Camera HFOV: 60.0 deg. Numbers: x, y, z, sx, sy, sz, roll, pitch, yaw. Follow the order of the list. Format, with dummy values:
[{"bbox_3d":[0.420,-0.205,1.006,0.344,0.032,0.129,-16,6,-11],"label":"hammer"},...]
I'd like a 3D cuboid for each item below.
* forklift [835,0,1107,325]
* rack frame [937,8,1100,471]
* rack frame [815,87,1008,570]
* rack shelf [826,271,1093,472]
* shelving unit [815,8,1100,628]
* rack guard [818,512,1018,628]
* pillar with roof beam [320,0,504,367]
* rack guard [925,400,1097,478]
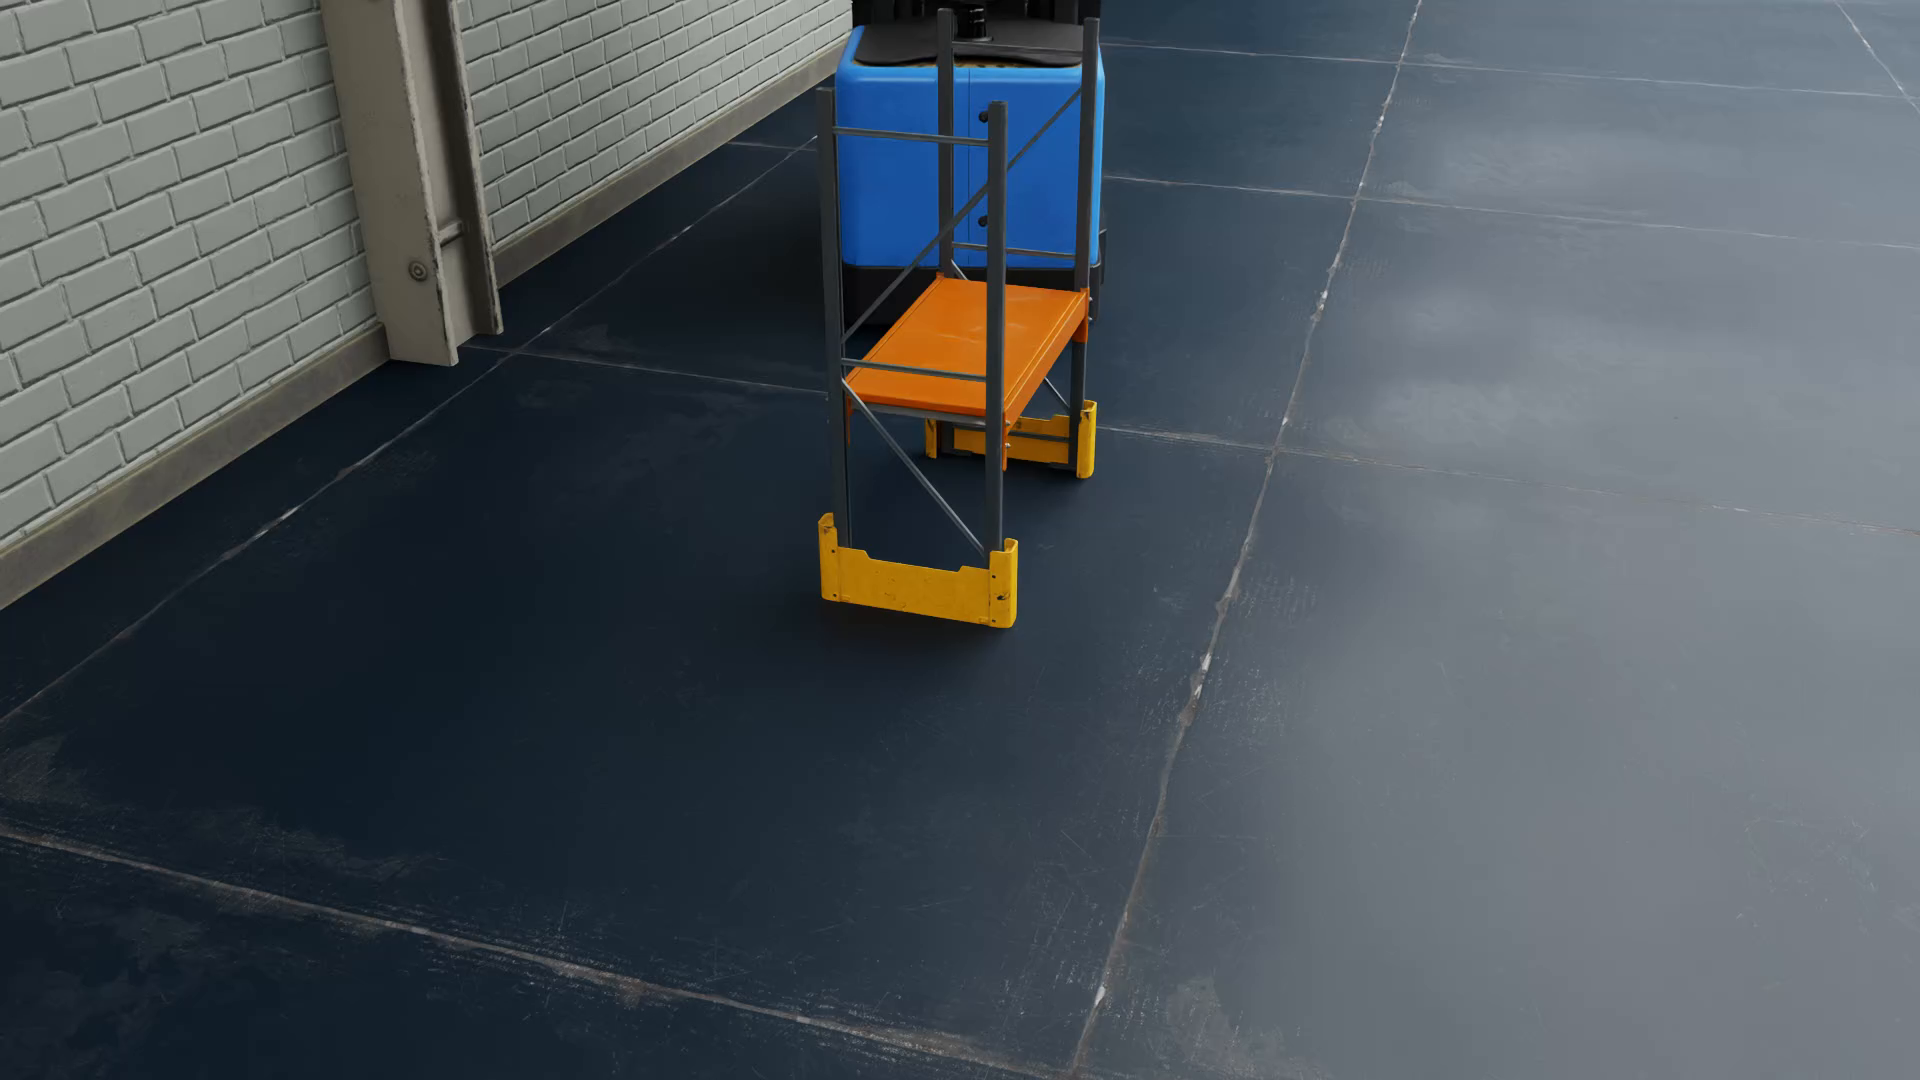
[{"bbox_3d":[0.079,-2.810,7.287,1.130,2.935,3.031,1,29,2],"label":"forklift"},{"bbox_3d":[0.174,-0.931,5.381,0.500,1.500,0.032,8,30,15],"label":"rack frame"},{"bbox_3d":[-0.124,-0.459,4.532,0.500,1.500,0.032,8,30,15],"label":"rack frame"},{"bbox_3d":[0.025,-0.538,5.044,0.538,0.185,1.000,8,30,15],"label":"rack shelf"},{"bbox_3d":[0.022,-0.691,4.949,0.587,1.500,1.083,8,30,15],"label":"shelving unit"},{"bbox_3d":[-0.124,0.087,4.837,0.587,0.250,0.087,8,30,15],"label":"rack guard"},{"bbox_3d":[2.051,-4.106,3.374,9.100,9.000,0.400,8,30,15],"label":"pillar with roof beam"},{"bbox_3d":[0.169,-0.376,5.669,0.587,0.250,0.087,8,30,15],"label":"rack guard"}]
